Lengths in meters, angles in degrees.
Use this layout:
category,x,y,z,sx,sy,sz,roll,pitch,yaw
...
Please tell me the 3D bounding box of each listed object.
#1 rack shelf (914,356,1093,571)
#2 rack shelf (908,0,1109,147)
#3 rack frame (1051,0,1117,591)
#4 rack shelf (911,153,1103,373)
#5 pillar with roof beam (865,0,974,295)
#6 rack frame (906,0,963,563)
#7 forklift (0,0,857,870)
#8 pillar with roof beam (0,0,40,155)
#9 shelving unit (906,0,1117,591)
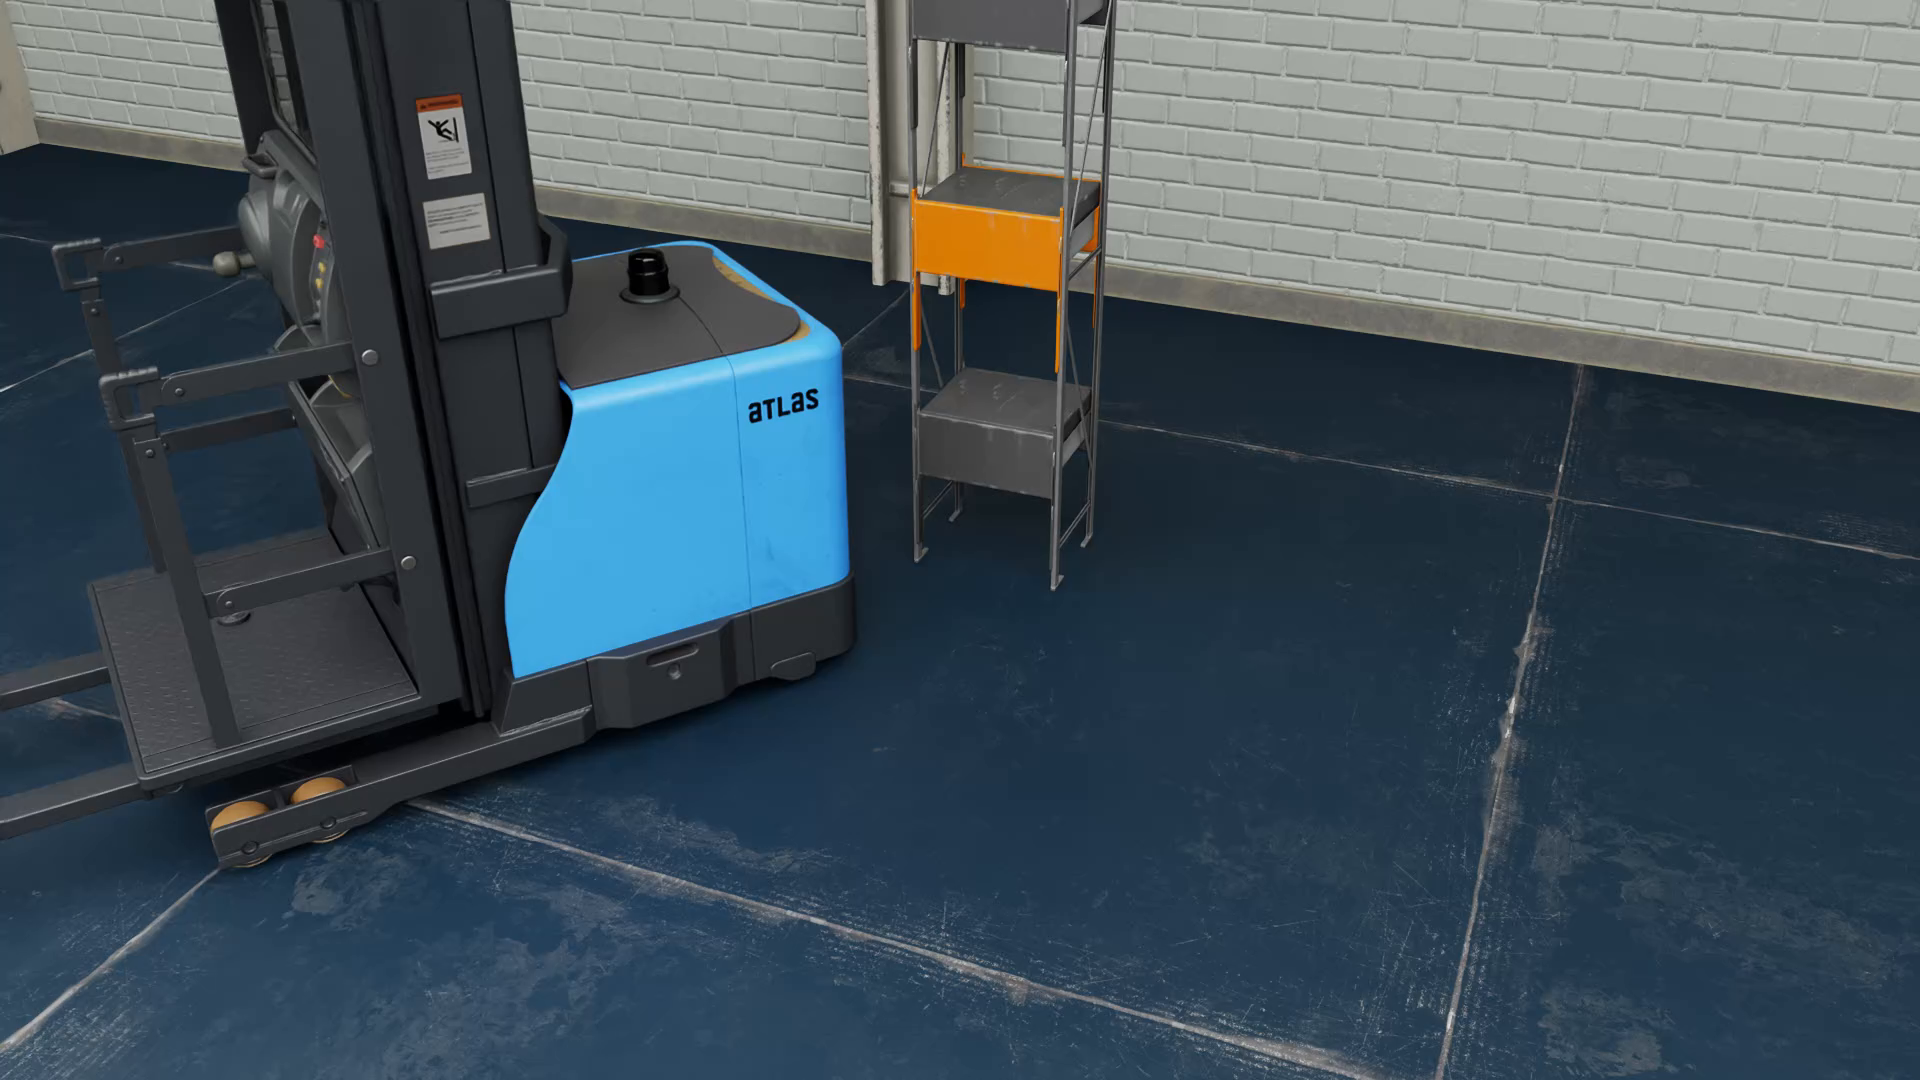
category,x,y,z,sx,sy,sz,roll,pitch,yaw
rack shelf,0.153,-0.262,5.530,0.480,0.518,0.431,11,31,19
rack shelf,0.153,-1.481,4.841,0.480,0.518,0.431,11,31,19
rack frame,0.379,-0.838,5.099,0.015,2.100,0.400,11,31,19
rack shelf,0.153,-0.872,5.186,0.480,0.518,0.431,11,31,19
pillar with roof beam,-1.795,-3.204,2.274,0.400,9.000,9.100,11,31,19
rack frame,-0.073,-0.929,5.259,0.015,2.100,0.400,11,31,19
forklift,-1.843,-0.734,4.070,3.031,2.935,1.130,-16,33,-27
pillar with roof beam,-7.355,-4.314,4.238,0.400,9.000,9.100,11,31,19
shelving unit,0.153,-0.883,5.179,0.503,2.100,0.431,11,31,19
